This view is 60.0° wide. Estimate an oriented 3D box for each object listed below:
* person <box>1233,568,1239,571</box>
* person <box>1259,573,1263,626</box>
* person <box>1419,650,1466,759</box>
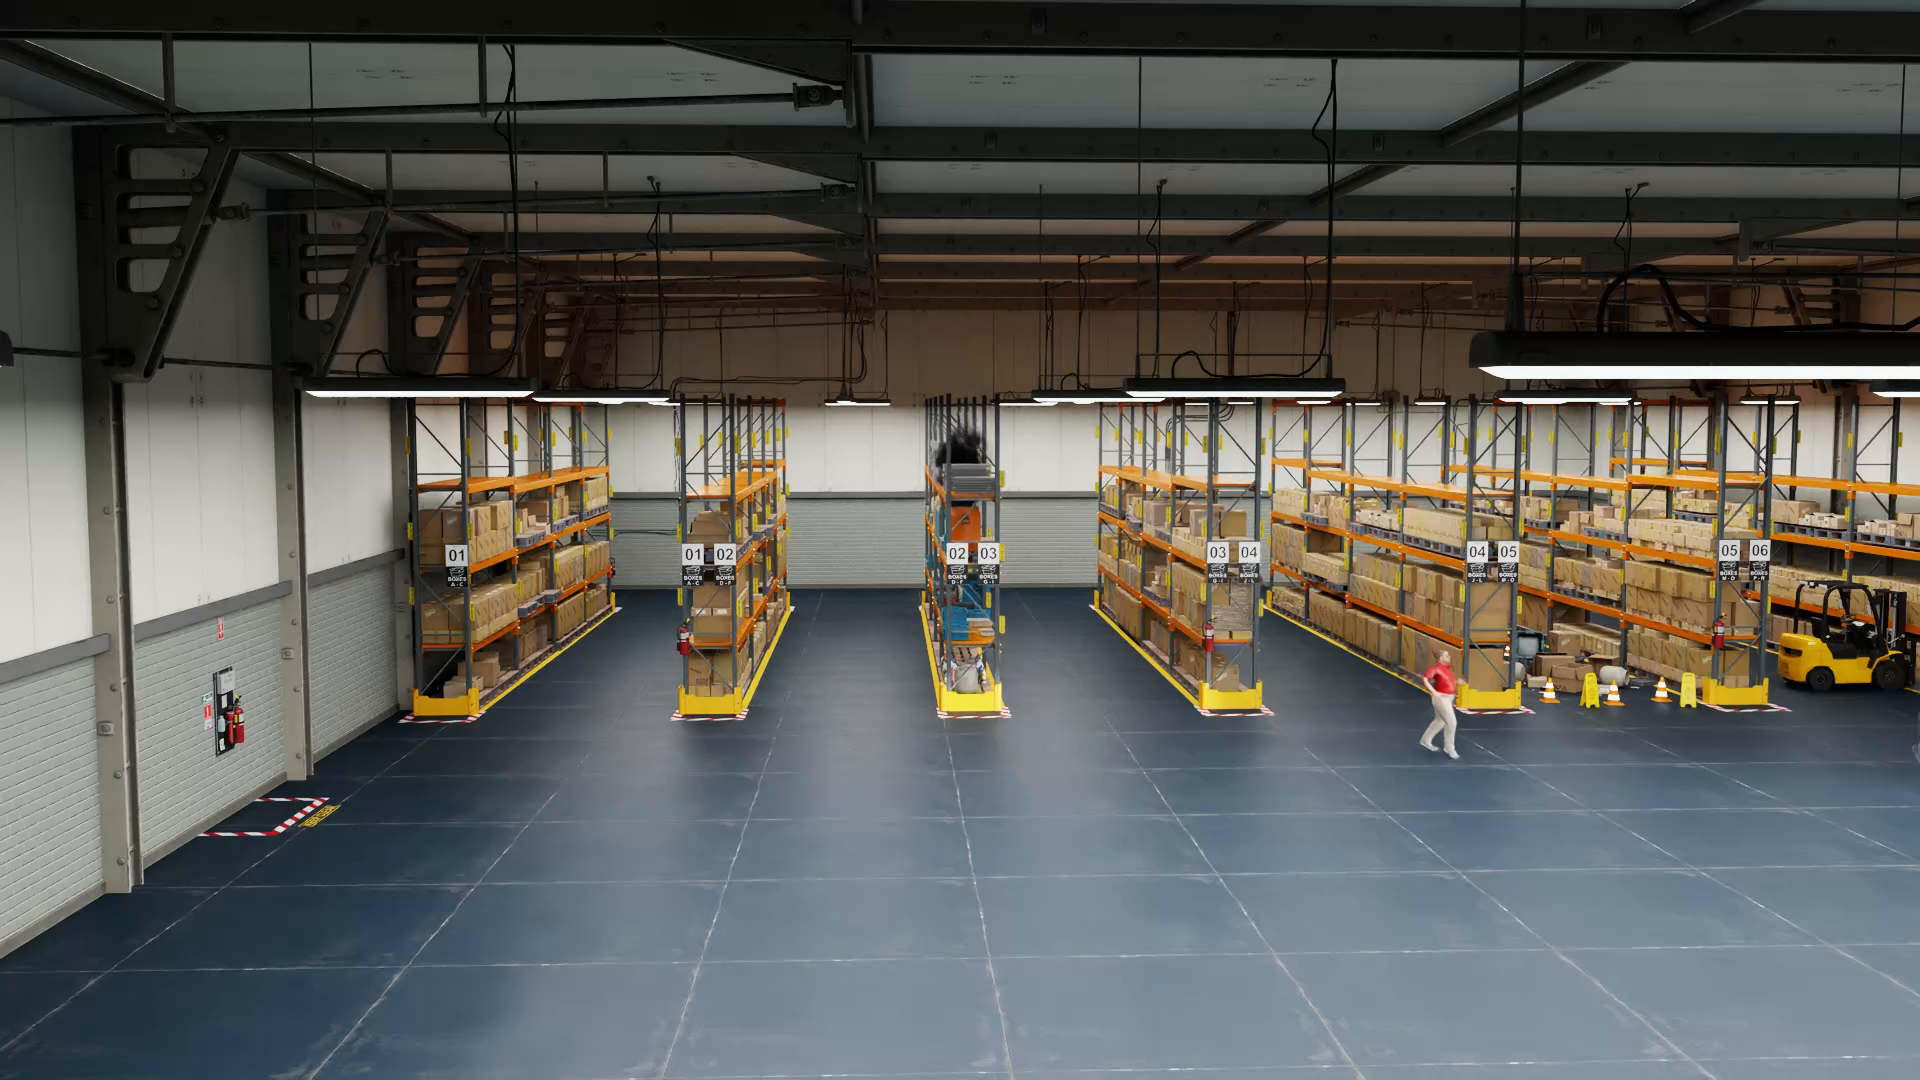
[{"bbox_3d":[7.757,1.190,46.559,0.717,1.735,0.610,0,5,5],"label":"person"},{"bbox_3d":[7.752,1.443,43.932,0.568,1.694,0.712,0,5,0],"label":"person"},{"bbox_3d":[7.961,2.701,27.445,0.743,1.794,0.643,3,5,30],"label":"person"}]
